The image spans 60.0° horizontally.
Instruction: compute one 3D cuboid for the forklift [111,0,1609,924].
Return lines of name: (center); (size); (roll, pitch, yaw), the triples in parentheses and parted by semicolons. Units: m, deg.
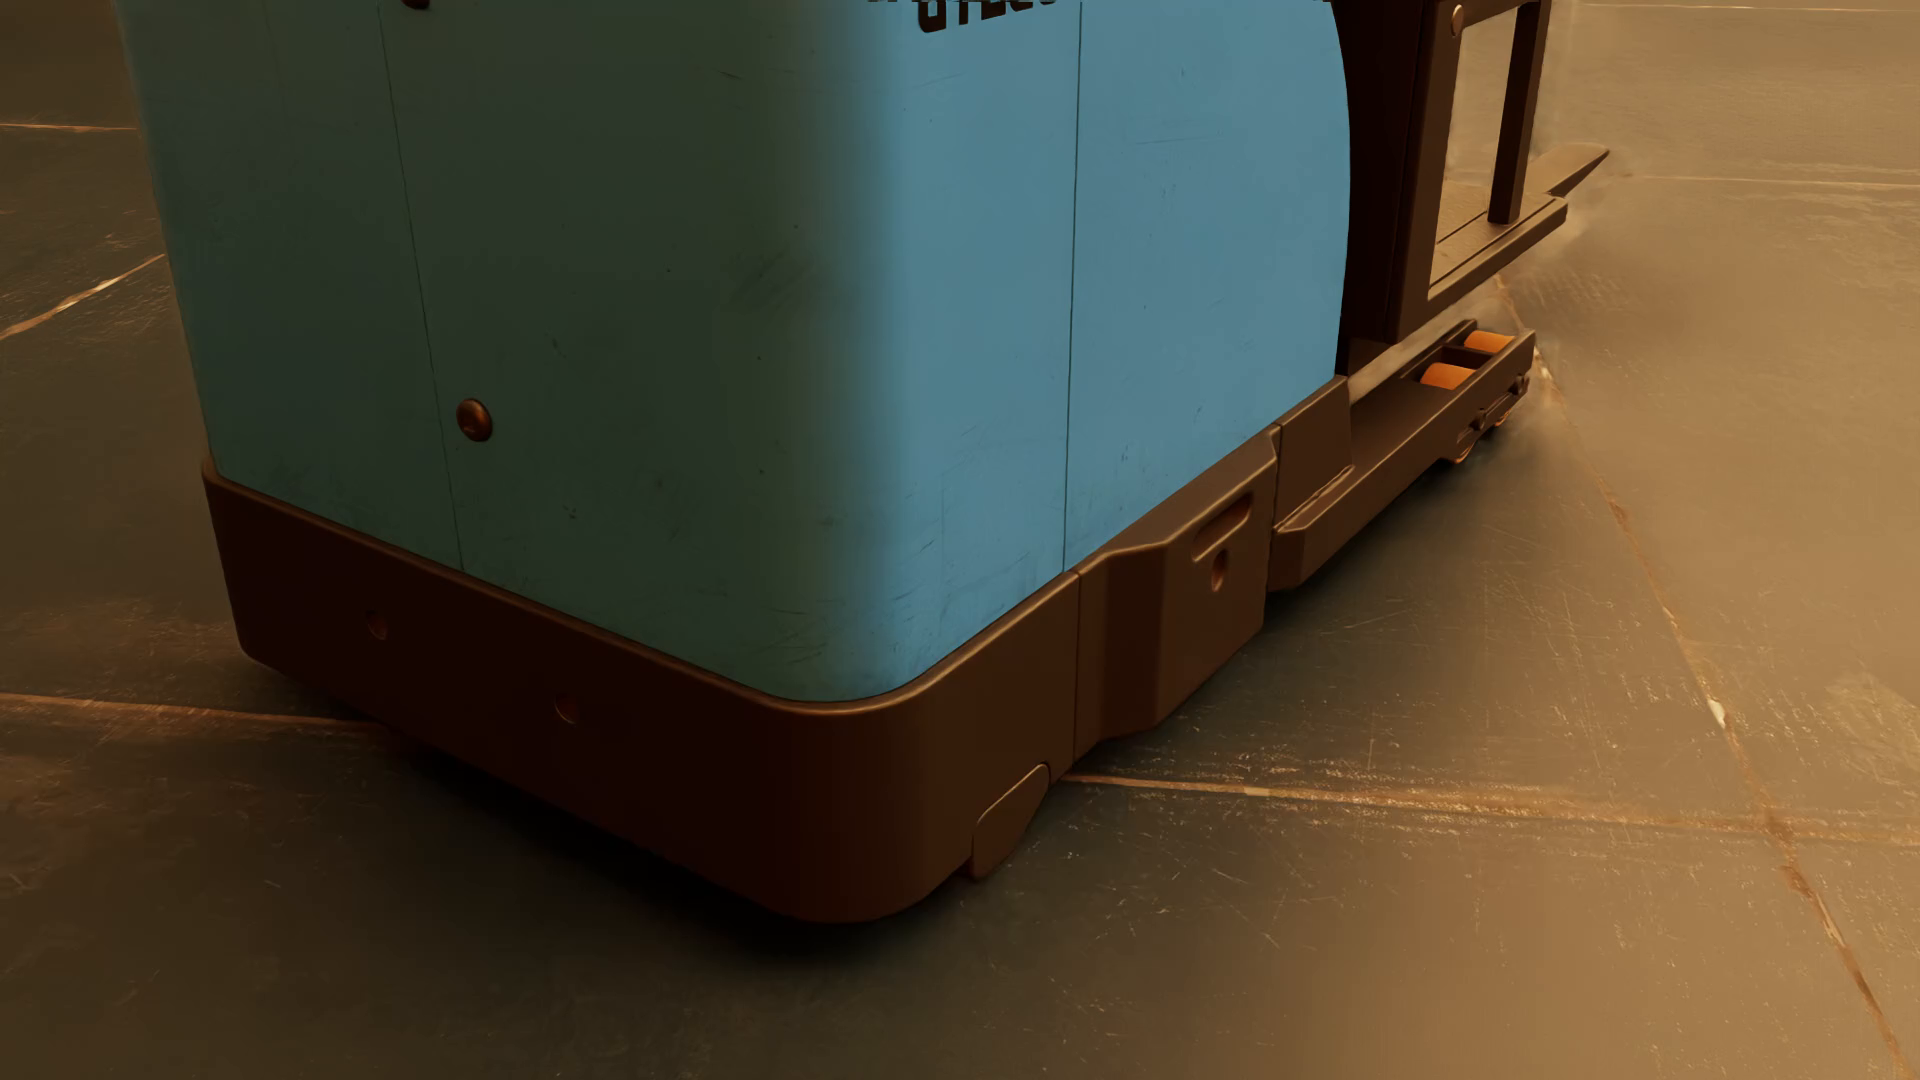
forklift: (0.343, -1.547, 2.318); (1.130, 2.935, 3.031); (17, 31, 31)
